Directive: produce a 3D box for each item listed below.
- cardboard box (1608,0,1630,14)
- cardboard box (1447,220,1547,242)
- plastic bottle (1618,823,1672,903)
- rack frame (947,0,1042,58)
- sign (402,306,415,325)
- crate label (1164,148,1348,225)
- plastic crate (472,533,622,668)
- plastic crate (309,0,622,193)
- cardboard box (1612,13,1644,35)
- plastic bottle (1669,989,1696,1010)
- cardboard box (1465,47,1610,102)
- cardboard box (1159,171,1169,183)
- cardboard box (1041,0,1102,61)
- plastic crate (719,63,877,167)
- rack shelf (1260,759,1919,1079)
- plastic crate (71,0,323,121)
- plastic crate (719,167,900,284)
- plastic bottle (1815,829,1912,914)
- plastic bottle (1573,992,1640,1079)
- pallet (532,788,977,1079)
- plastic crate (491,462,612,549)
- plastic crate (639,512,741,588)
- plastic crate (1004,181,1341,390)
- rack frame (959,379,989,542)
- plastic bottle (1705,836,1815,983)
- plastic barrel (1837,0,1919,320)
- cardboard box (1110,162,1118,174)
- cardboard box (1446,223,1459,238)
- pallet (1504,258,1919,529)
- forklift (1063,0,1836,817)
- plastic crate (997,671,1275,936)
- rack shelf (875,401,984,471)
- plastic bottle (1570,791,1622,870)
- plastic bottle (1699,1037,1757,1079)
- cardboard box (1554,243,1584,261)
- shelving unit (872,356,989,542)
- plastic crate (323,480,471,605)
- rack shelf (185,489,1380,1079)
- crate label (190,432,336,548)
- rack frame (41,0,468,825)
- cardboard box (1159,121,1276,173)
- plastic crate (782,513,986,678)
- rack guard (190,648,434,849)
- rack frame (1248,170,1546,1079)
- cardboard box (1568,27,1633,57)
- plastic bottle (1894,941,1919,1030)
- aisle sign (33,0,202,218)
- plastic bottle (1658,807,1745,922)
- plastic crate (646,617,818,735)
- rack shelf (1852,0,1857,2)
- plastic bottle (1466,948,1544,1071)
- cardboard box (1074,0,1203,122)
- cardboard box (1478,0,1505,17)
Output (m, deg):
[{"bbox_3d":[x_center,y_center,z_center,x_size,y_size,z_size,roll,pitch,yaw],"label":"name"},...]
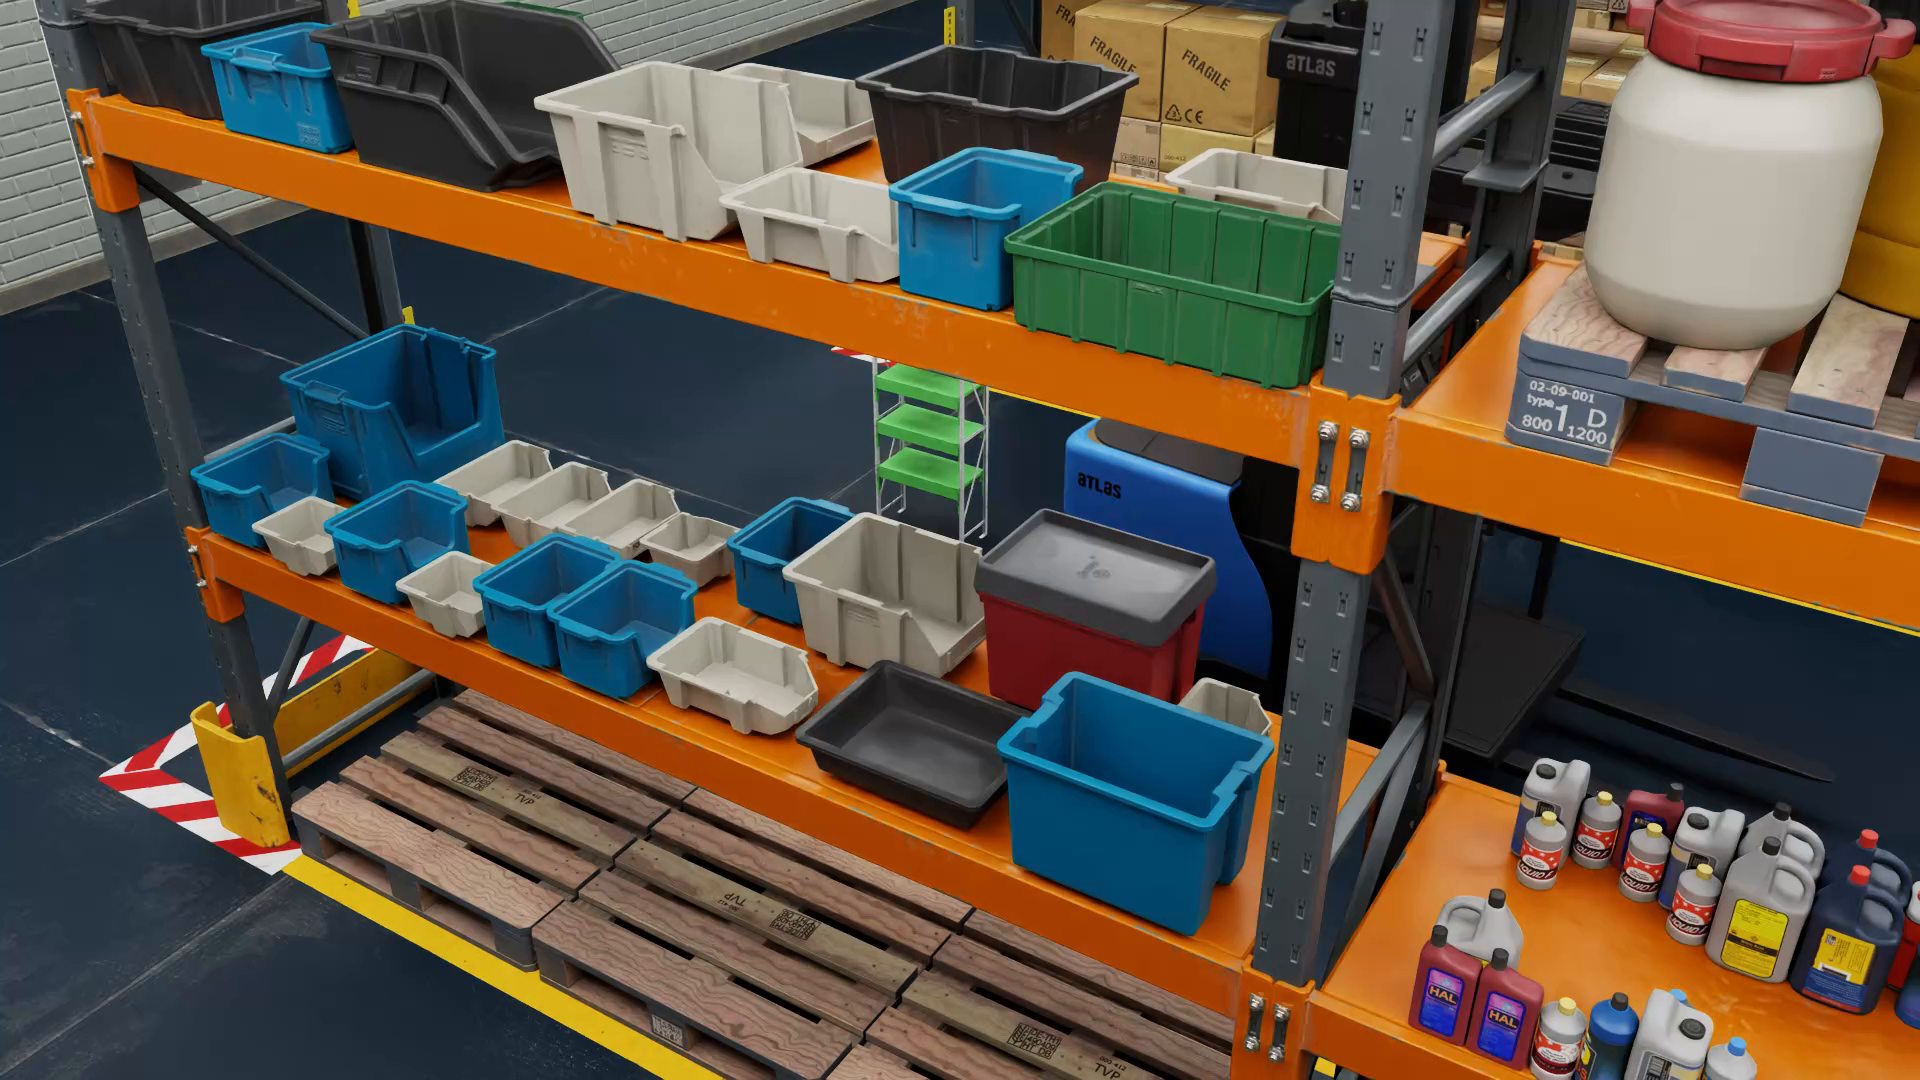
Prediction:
[{"bbox_3d":[4.936,-4.002,11.739,0.500,0.500,0.500,17,34,27],"label":"cardboard box"},{"bbox_3d":[2.680,-1.666,7.982,0.500,0.250,0.500,19,35,29],"label":"cardboard box"},{"bbox_3d":[1.699,0.790,4.116,0.097,0.201,0.097,0,30,0],"label":"plastic bottle"},{"bbox_3d":[0.245,-2.530,9.610,0.127,3.000,1.000,18,35,27],"label":"rack frame"},{"bbox_3d":[-2.109,-0.726,6.355,0.005,0.325,0.100,18,35,27],"label":"sign"},{"bbox_3d":[0.739,-0.781,3.896,0.466,0.136,0.293,18,35,27],"label":"crate label"},{"bbox_3d":[-1.239,0.190,5.054,0.300,0.233,0.416,18,35,27],"label":"plastic crate"},{"bbox_3d":[-1.240,-1.158,4.343,0.767,0.338,0.504,18,35,27],"label":"plastic crate"},{"bbox_3d":[4.880,-3.766,11.979,0.250,0.149,0.380,17,34,27],"label":"cardboard box"},{"bbox_3d":[1.550,1.068,3.640,0.097,0.201,0.097,0,30,0],"label":"plastic bottle"},{"bbox_3d":[2.679,-1.991,7.795,0.500,0.500,0.500,18,35,28],"label":"cardboard box"},{"bbox_3d":[1.242,-1.911,8.798,0.250,0.149,0.380,17,34,26],"label":"cardboard box"},{"bbox_3d":[0.797,-2.899,9.352,0.500,0.500,0.500,18,35,28],"label":"cardboard box"},{"bbox_3d":[-0.506,-1.150,4.529,0.530,0.136,0.437,18,35,27],"label":"plastic crate"},{"bbox_3d":[2.694,1.502,3.412,4.000,0.370,1.077,18,35,27],"label":"rack shelf"},{"bbox_3d":[-2.210,-1.433,4.883,0.590,0.269,0.497,18,35,27],"label":"plastic crate"},{"bbox_3d":[-0.280,-0.704,3.766,0.466,0.136,0.293,18,35,27],"label":"plastic crate"},{"bbox_3d":[2.109,0.833,3.894,0.185,0.351,0.144,18,35,27],"label":"plastic bottle"},{"bbox_3d":[1.387,1.076,3.556,0.097,0.271,0.097,0,30,0],"label":"plastic bottle"},{"bbox_3d":[-0.681,1.353,5.721,1.213,0.211,1.003,18,35,27],"label":"pallet"},{"bbox_3d":[-1.363,-0.103,5.652,0.243,0.136,0.396,18,35,27],"label":"plastic crate"},{"bbox_3d":[-0.854,0.033,5.419,0.250,0.136,0.298,18,35,27],"label":"plastic crate"},{"bbox_3d":[0.480,-0.533,3.420,0.662,0.188,0.450,18,35,27],"label":"plastic crate"},{"bbox_3d":[0.066,-0.497,7.912,0.015,1.200,0.240,18,35,27],"label":"rack frame"},{"bbox_3d":[1.876,0.845,3.874,0.185,0.351,0.144,18,35,27],"label":"plastic bottle"},{"bbox_3d":[1.881,-0.745,2.970,0.600,0.588,0.600,0,30,0],"label":"plastic barrel"},{"bbox_3d":[0.805,-2.049,9.035,0.250,0.149,0.380,17,34,26],"label":"cardboard box"},{"bbox_3d":[2.547,-1.498,8.091,0.250,0.149,0.380,18,35,28],"label":"cardboard box"},{"bbox_3d":[1.716,-0.390,3.153,1.003,0.211,1.213,18,35,27],"label":"pallet"},{"bbox_3d":[1.905,-0.511,6.218,3.031,2.935,1.130,21,36,31],"label":"forklift"},{"bbox_3d":[0.423,0.657,4.103,0.575,0.384,0.392,18,35,27],"label":"plastic crate"},{"bbox_3d":[-0.140,-0.507,8.056,0.480,0.148,0.258,18,35,27],"label":"rack shelf"},{"bbox_3d":[1.618,0.728,4.222,0.097,0.201,0.097,0,30,0],"label":"plastic bottle"},{"bbox_3d":[1.583,1.139,3.449,0.097,0.271,0.097,0,30,0],"label":"plastic bottle"},{"bbox_3d":[2.982,-1.361,7.855,0.250,0.149,0.380,18,35,28],"label":"cardboard box"},{"bbox_3d":[-0.140,-0.563,8.024,0.503,1.200,0.258,18,35,27],"label":"shelving unit"},{"bbox_3d":[-1.796,0.013,5.357,0.300,0.233,0.416,18,35,27],"label":"plastic crate"},{"bbox_3d":[-0.694,0.431,5.249,4.000,0.370,1.077,18,35,27],"label":"rack shelf"},{"bbox_3d":[-2.354,-0.163,5.659,0.303,0.233,0.416,18,35,27],"label":"crate label"},{"bbox_3d":[-2.388,-0.416,5.986,0.127,3.000,1.000,18,35,27],"label":"rack frame"},{"bbox_3d":[1.376,-2.077,8.687,0.500,0.250,0.500,16,34,26],"label":"cardboard box"},{"bbox_3d":[-0.196,0.193,5.000,0.530,0.282,0.437,18,35,27],"label":"plastic crate"},{"bbox_3d":[-2.415,0.663,6.618,0.348,0.500,1.175,18,35,27],"label":"rack guard"},{"bbox_3d":[1.000,0.656,4.149,0.127,3.000,1.000,18,35,27],"label":"rack frame"},{"bbox_3d":[2.950,-2.219,8.186,0.500,0.500,0.500,18,35,27],"label":"cardboard box"},{"bbox_3d":[2.192,0.970,3.738,0.097,0.271,0.097,0,30,0],"label":"plastic bottle"},{"bbox_3d":[-2.607,-1.431,5.147,0.004,0.787,0.394,18,35,27],"label":"aisle sign"},{"bbox_3d":[1.815,0.775,4.068,0.135,0.276,0.152,18,35,27],"label":"plastic bottle"},{"bbox_3d":[-0.635,0.405,4.780,0.466,0.136,0.293,18,35,27],"label":"plastic crate"},{"bbox_3d":[5.327,-1.907,6.280,4.000,0.370,1.077,18,35,27],"label":"rack shelf"},{"bbox_3d":[1.197,1.022,3.637,0.133,0.283,0.061,18,35,27],"label":"plastic bottle"},{"bbox_3d":[0.932,-2.540,8.736,0.500,0.500,0.500,17,34,26],"label":"cardboard box"},{"bbox_3d":[4.014,-4.045,12.456,0.250,0.149,0.380,17,34,27],"label":"cardboard box"}]
